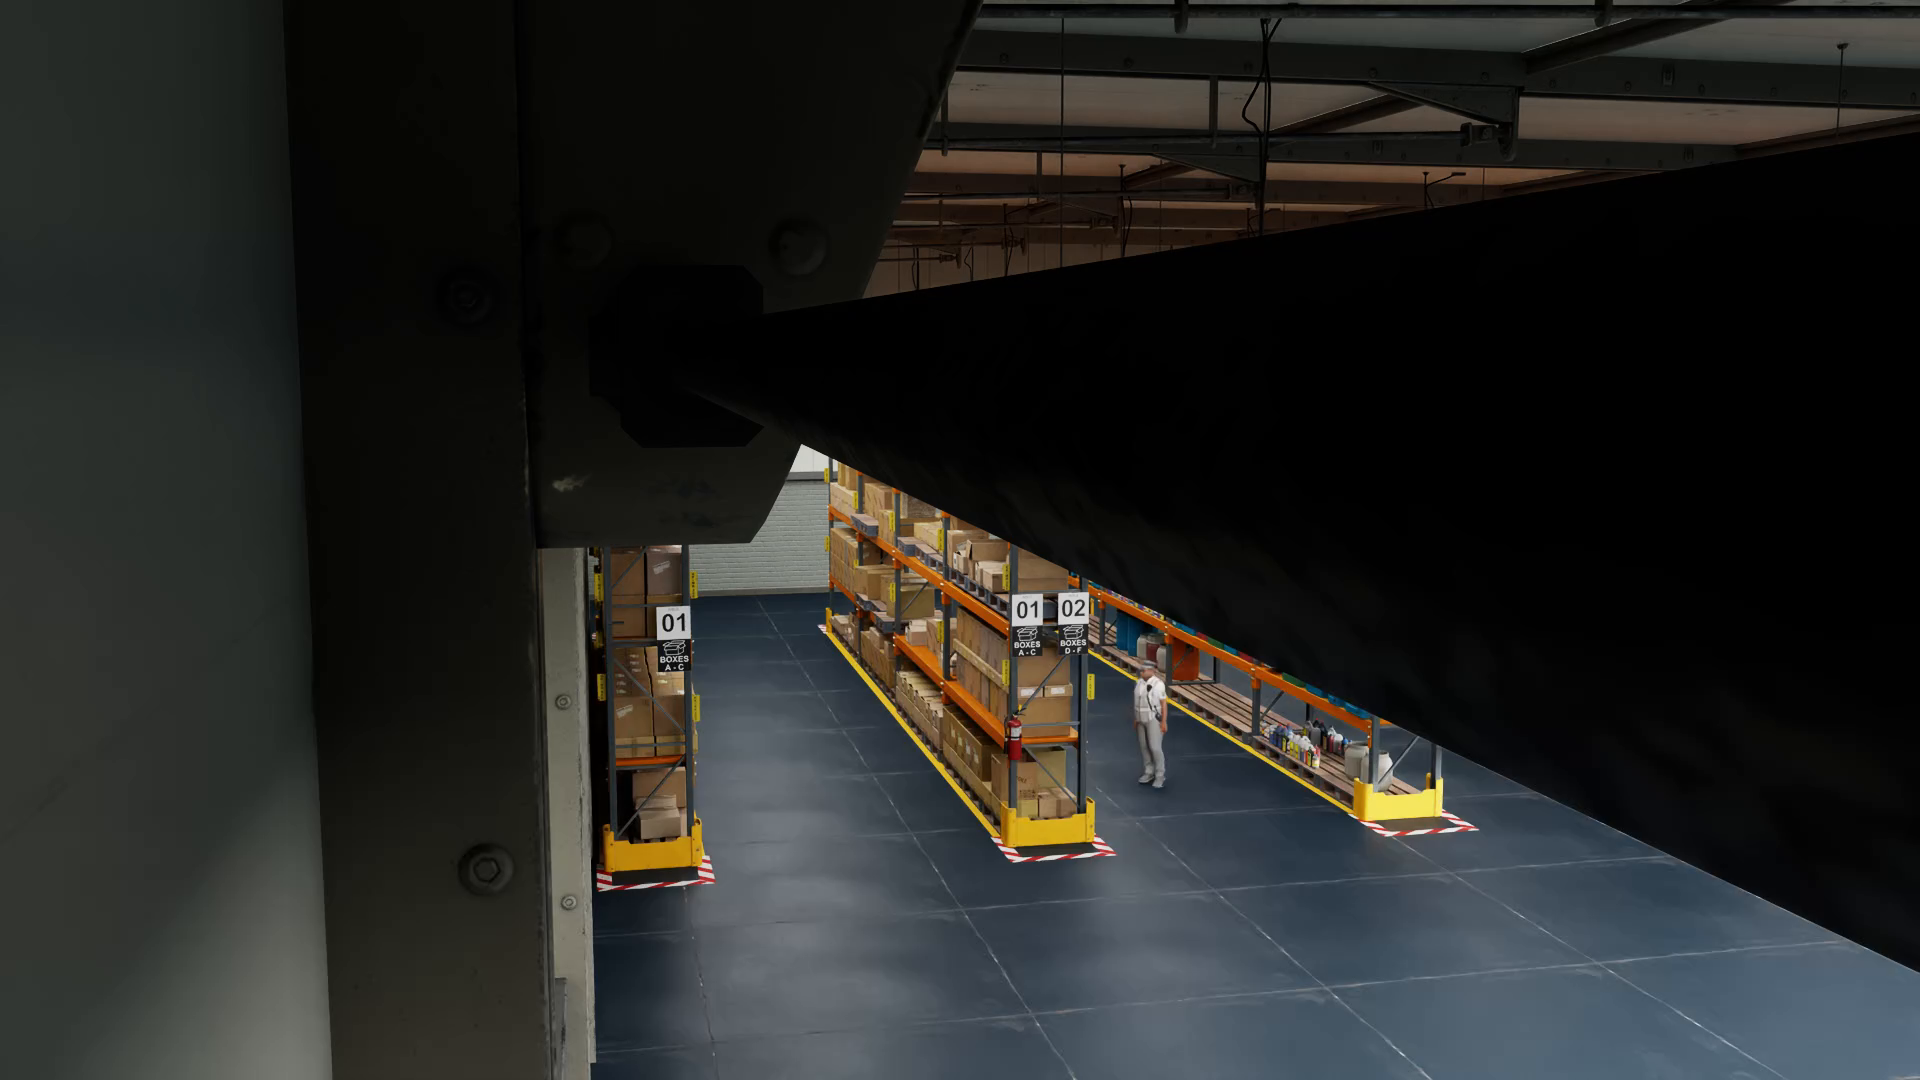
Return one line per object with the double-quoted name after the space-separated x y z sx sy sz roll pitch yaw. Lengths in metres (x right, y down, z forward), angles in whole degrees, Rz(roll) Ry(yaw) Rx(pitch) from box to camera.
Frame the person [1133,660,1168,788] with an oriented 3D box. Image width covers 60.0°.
2.750 2.633 23.972 0.406 1.805 0.656 -5 8 -35 "person"
